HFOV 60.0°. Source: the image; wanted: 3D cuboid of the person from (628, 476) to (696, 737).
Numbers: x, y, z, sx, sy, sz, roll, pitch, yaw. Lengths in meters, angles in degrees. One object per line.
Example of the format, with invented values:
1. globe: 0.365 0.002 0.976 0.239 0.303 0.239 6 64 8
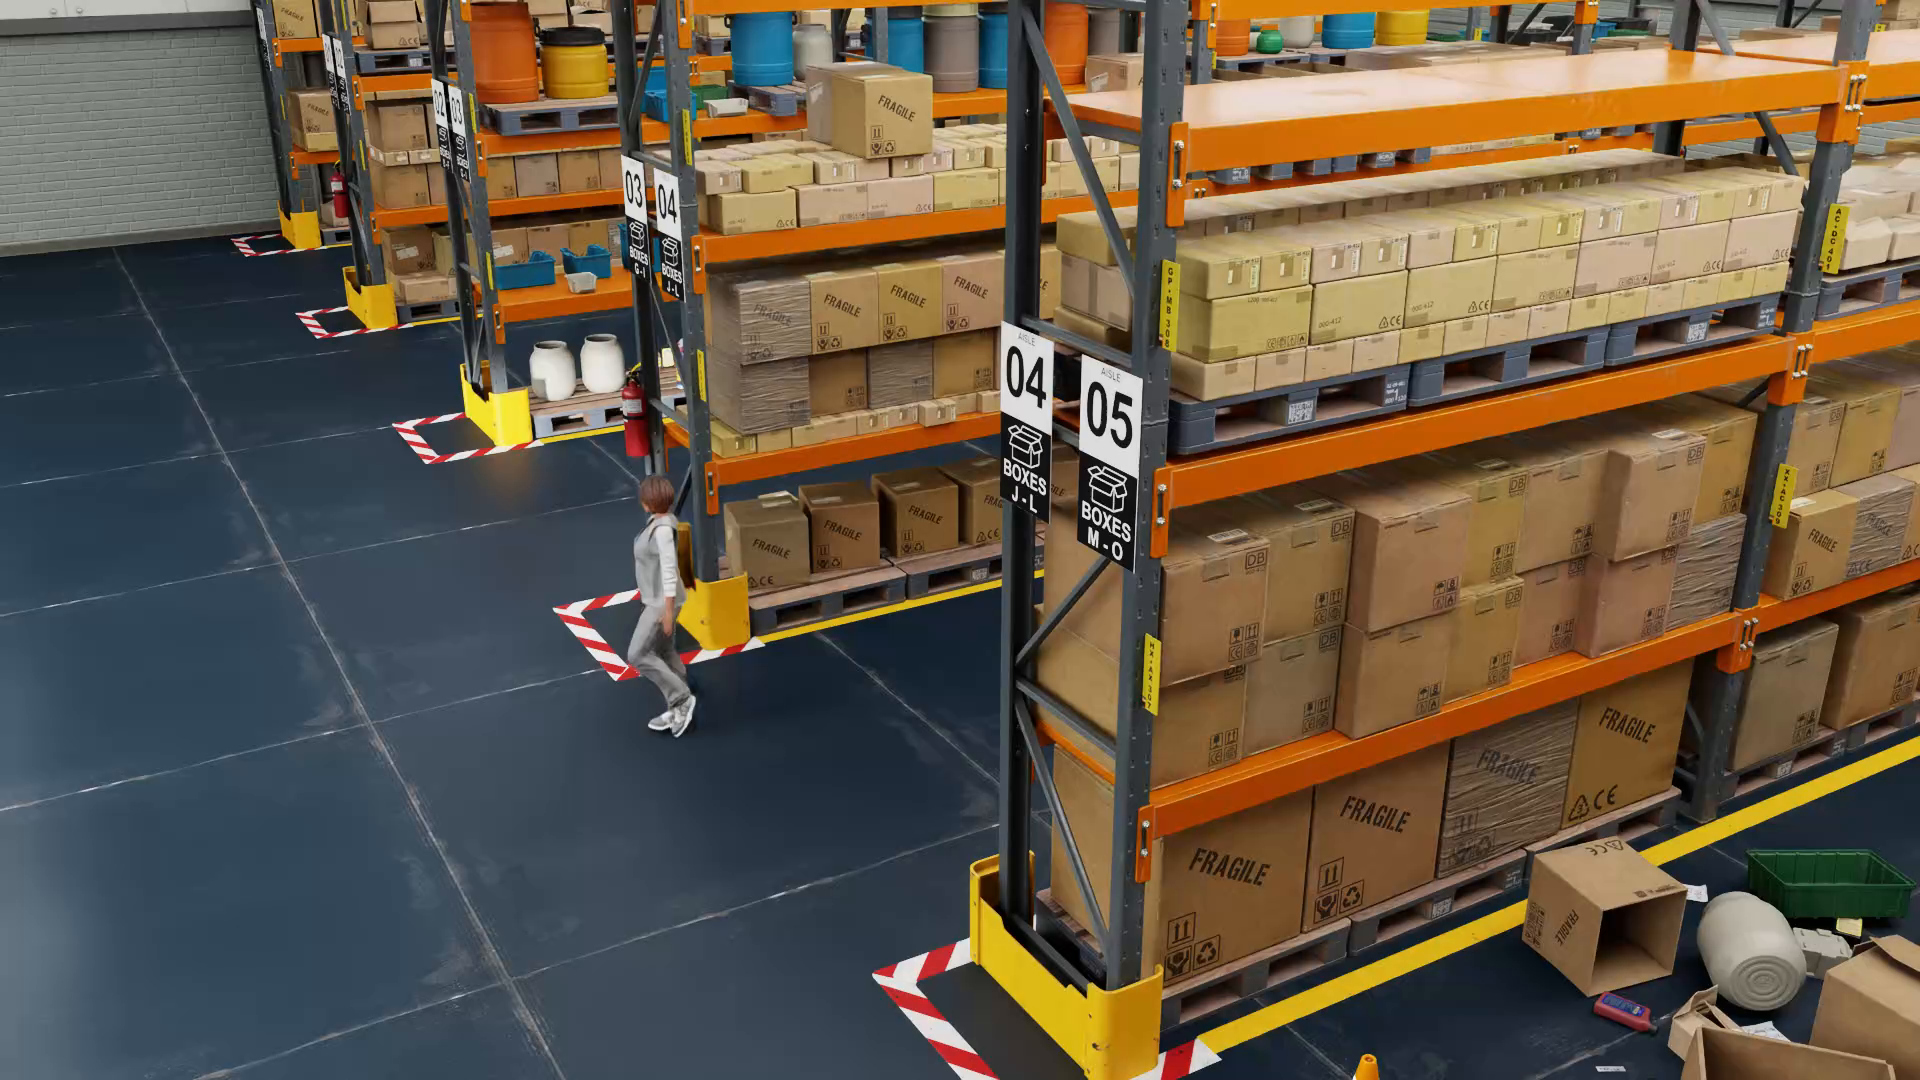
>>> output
1. person: -1.838 0.396 10.071 0.388 1.577 0.503 -4 22 -10
